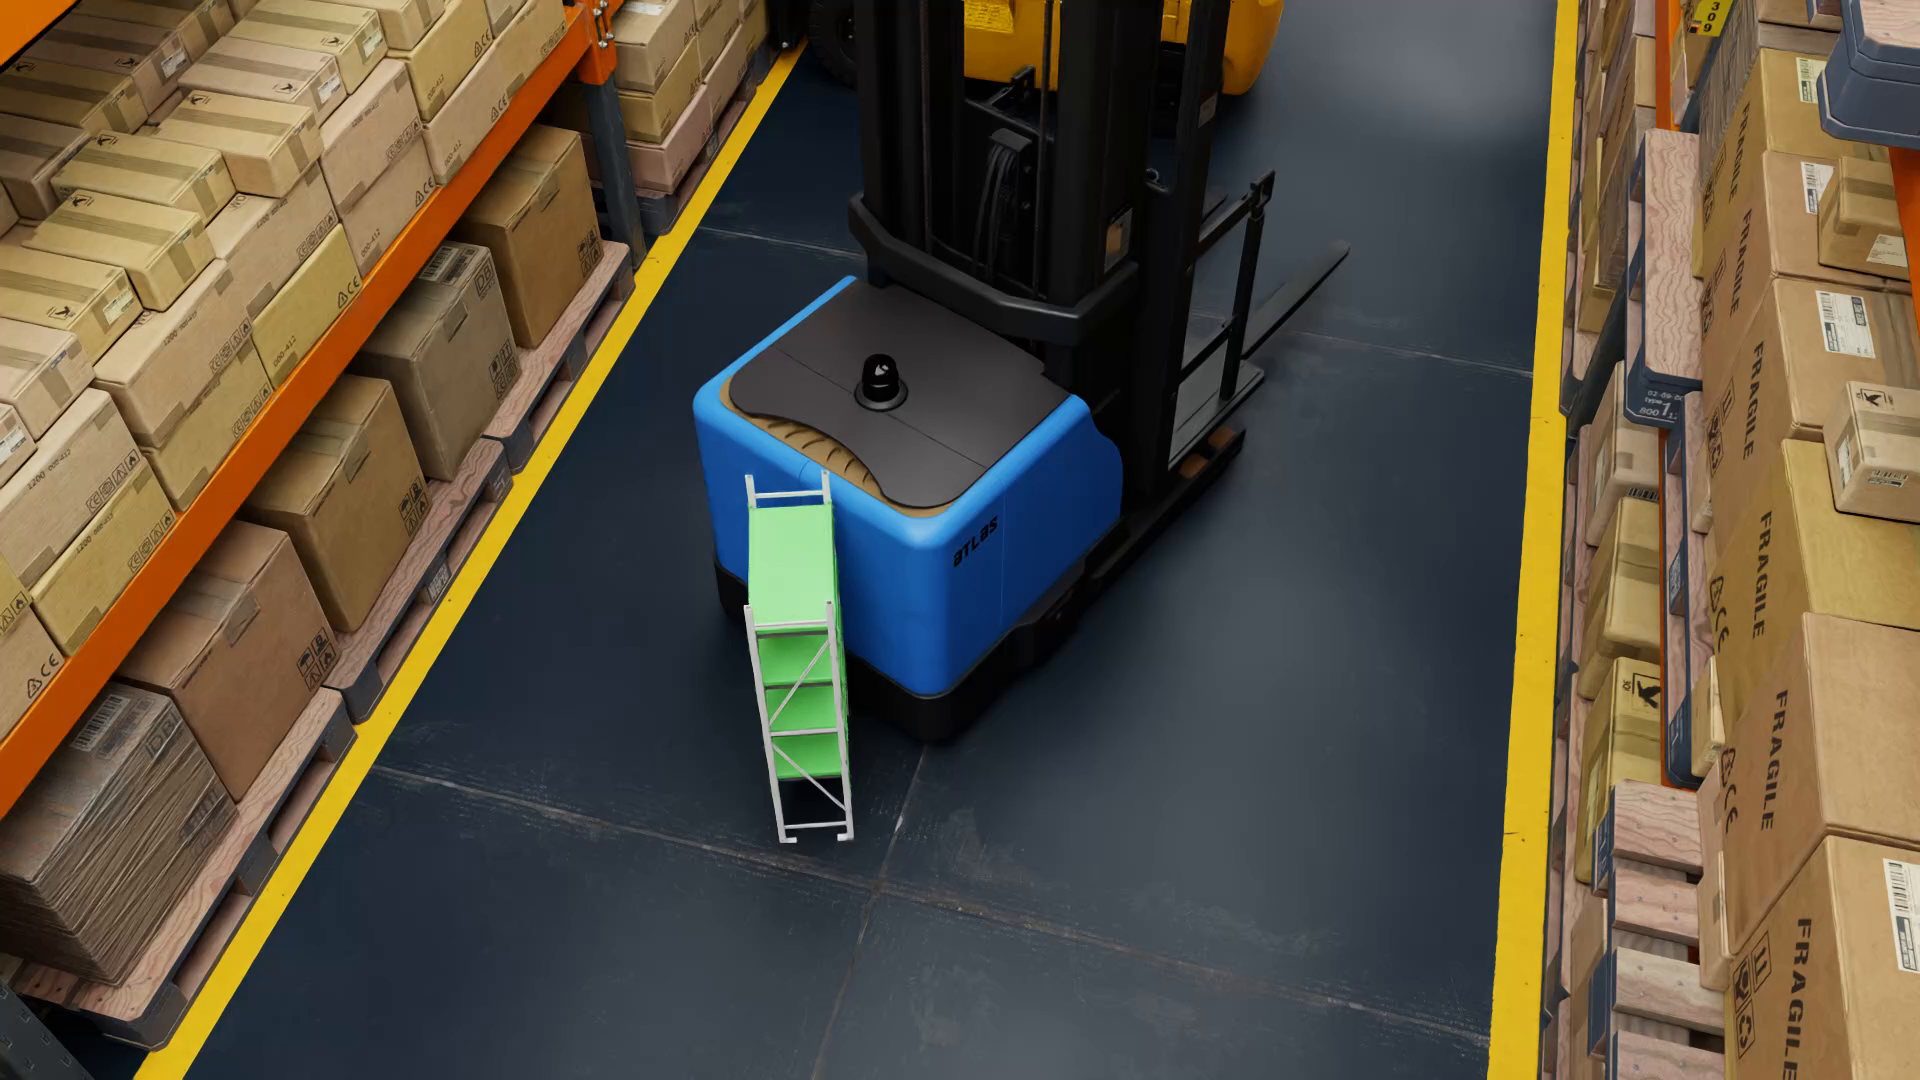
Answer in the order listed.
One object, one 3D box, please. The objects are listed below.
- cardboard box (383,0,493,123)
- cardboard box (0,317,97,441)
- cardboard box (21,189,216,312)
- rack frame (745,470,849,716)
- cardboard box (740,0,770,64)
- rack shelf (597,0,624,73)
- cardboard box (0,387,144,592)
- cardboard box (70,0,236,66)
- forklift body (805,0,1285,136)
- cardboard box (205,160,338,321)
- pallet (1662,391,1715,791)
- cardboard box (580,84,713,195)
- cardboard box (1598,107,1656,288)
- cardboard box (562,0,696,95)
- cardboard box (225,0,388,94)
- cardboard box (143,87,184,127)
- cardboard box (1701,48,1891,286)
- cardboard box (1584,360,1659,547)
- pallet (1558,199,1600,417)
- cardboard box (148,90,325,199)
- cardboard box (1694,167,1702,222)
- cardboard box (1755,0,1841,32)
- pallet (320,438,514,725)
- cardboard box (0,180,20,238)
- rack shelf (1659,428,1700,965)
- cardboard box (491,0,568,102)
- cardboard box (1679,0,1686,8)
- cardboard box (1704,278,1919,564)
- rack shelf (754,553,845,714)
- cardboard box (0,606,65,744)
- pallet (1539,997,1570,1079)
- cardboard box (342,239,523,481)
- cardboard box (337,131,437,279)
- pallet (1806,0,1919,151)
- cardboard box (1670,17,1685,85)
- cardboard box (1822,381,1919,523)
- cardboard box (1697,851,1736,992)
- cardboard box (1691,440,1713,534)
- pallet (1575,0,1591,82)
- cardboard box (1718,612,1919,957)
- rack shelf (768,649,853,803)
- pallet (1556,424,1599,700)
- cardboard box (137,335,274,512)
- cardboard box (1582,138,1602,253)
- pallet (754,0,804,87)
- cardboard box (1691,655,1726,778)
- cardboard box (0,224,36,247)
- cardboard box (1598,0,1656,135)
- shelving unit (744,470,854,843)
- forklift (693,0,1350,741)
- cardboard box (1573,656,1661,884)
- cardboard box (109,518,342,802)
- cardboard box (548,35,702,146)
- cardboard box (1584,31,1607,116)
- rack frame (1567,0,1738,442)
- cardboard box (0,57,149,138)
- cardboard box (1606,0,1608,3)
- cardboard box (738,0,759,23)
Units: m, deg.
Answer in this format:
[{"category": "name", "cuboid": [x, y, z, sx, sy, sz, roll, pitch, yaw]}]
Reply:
[{"category": "cardboard box", "cuboid": [-1.894, -1.649, 5.471, 0.500, 0.250, 0.500, 10, 49, 9]}, {"category": "cardboard box", "cuboid": [-2.399, -0.415, 4.116, 0.380, 0.149, 0.250, 12, 50, 10]}, {"category": "cardboard box", "cuboid": [-2.238, -0.775, 4.434, 0.380, 0.149, 0.250, 13, 50, 11]}, {"category": "rack frame", "cuboid": [-0.501, 0.207, 5.267, 0.240, 1.200, 0.015, -3, 49, -3]}, {"category": "cardboard box", "cuboid": [-1.198, -2.571, 8.072, 0.500, 0.250, 0.500, 12, 50, 11]}, {"category": "rack shelf", "cuboid": [-1.357, -3.521, 7.836, 1.077, 0.370, 4.000, 12, 50, 10]}, {"category": "cardboard box", "cuboid": [-2.451, -0.169, 4.165, 0.500, 0.250, 0.500, 13, 50, 11]}, {"category": "cardboard box", "cuboid": [-2.508, -1.620, 5.180, 0.380, 0.149, 0.250, 12, 50, 10]}, {"category": "forklift body", "cuboid": [0.431, -3.193, 7.633, 2.313, 2.155, 1.214, 12, 50, 10]}, {"category": "cardboard box", "cuboid": [-2.185, -0.919, 4.827, 0.500, 0.250, 0.500, 12, 50, 11]}, {"category": "pallet", "cuboid": [2.335, 0.182, 4.217, 1.003, 0.211, 1.213, 12, 50, 10]}, {"category": "cardboard box", "cuboid": [-1.436, -1.826, 7.415, 0.500, 0.250, 0.500, 12, 50, 10]}, {"category": "cardboard box", "cuboid": [2.803, -1.293, 6.445, 0.500, 0.500, 0.500, 11, 49, 10]}, {"category": "cardboard box", "cuboid": [-1.453, -2.160, 7.043, 0.500, 0.250, 0.500, 11, 49, 9]}, {"category": "cardboard box", "cuboid": [-1.995, -1.519, 5.090, 0.380, 0.149, 0.250, 10, 49, 9]}, {"category": "cardboard box", "cuboid": [-2.552, -1.381, 5.235, 0.500, 0.250, 0.500, 10, 49, 9]}, {"category": "cardboard box", "cuboid": [2.375, -0.961, 4.552, 0.500, 0.500, 0.500, 12, 50, 10]}, {"category": "cardboard box", "cuboid": [2.771, -0.225, 5.920, 0.950, 0.372, 0.625, 12, 50, 11]}, {"category": "pallet", "cuboid": [3.049, -0.905, 6.908, 1.003, 0.211, 1.213, 12, 50, 10]}, {"category": "cardboard box", "cuboid": [-2.062, -1.132, 4.749, 0.380, 0.149, 0.250, 10, 49, 9]}, {"category": "cardboard box", "cuboid": [2.456, -1.054, 5.067, 0.380, 0.149, 0.250, 12, 50, 11]}, {"category": "cardboard box", "cuboid": [2.441, -1.550, 4.640, 0.380, 0.149, 0.250, 11, 50, 10]}, {"category": "pallet", "cuboid": [-2.359, 0.036, 6.077, 1.003, 0.211, 1.213, 12, 50, 10]}, {"category": "cardboard box", "cuboid": [-2.831, -0.890, 4.536, 0.380, 0.149, 0.250, 11, 49, 9]}, {"category": "rack shelf", "cuboid": [2.380, 0.349, 4.421, 1.077, 0.370, 4.000, 12, 50, 10]}, {"category": "cardboard box", "cuboid": [-1.763, -1.846, 5.979, 0.500, 0.250, 0.500, 13, 50, 11]}, {"category": "cardboard box", "cuboid": [2.912, -2.211, 5.936, 0.500, 0.500, 0.500, 13, 50, 11]}, {"category": "cardboard box", "cuboid": [2.107, -0.232, 3.909, 0.500, 0.500, 0.500, 10, 49, 8]}, {"category": "rack shelf", "cuboid": [-0.482, 0.273, 4.974, 0.258, 0.148, 0.480, -3, 49, -3]}, {"category": "cardboard box", "cuboid": [-2.583, 0.358, 4.033, 0.500, 0.250, 0.500, 12, 50, 10]}, {"category": "pallet", "cuboid": [2.061, 1.916, 4.418, 1.003, 0.211, 1.213, 12, 50, 10]}, {"category": "cardboard box", "cuboid": [-2.221, -0.726, 6.194, 0.875, 0.625, 0.625, 11, 50, 10]}, {"category": "cardboard box", "cuboid": [-2.051, -1.129, 5.345, 0.500, 0.250, 0.500, 12, 50, 10]}, {"category": "pallet", "cuboid": [2.371, -1.089, 3.335, 1.213, 0.211, 1.003, 12, 50, 10]}, {"category": "cardboard box", "cuboid": [2.756, -1.727, 5.941, 0.380, 0.149, 0.250, 13, 50, 11]}, {"category": "cardboard box", "cuboid": [2.012, -0.166, 3.418, 0.380, 0.149, 0.250, 9, 49, 8]}, {"category": "cardboard box", "cuboid": [1.737, 0.819, 3.414, 0.380, 0.149, 0.250, 11, 50, 10]}, {"category": "cardboard box", "cuboid": [2.086, -0.116, 4.240, 0.380, 0.149, 0.250, 13, 50, 11]}, {"category": "pallet", "cuboid": [3.691, -2.670, 8.466, 1.003, 0.211, 1.213, 12, 50, 10]}, {"category": "cardboard box", "cuboid": [1.831, 0.528, 3.238, 0.500, 0.500, 0.500, 11, 49, 9]}, {"category": "rack shelf", "cuboid": [-0.482, 0.591, 5.334, 0.258, 0.148, 0.480, -3, 49, -3]}, {"category": "pallet", "cuboid": [2.703, 0.151, 5.976, 1.003, 0.211, 1.213, 12, 50, 10]}, {"category": "cardboard box", "cuboid": [-2.317, -0.379, 4.684, 0.500, 0.250, 0.500, 10, 49, 9]}, {"category": "cardboard box", "cuboid": [2.933, -1.432, 7.067, 0.500, 0.250, 0.500, 10, 49, 9]}, {"category": "pallet", "cuboid": [-1.314, -2.842, 8.617, 1.003, 0.211, 1.213, 12, 50, 10]}, {"category": "cardboard box", "cuboid": [1.870, 0.437, 3.751, 0.380, 0.149, 0.250, 12, 50, 11]}, {"category": "cardboard box", "cuboid": [-2.818, -0.646, 4.586, 0.500, 0.250, 0.500, 11, 50, 10]}, {"category": "cardboard box", "cuboid": [3.069, -2.031, 7.096, 0.500, 0.500, 0.500, 14, 50, 12]}, {"category": "shelving unit", "cuboid": [-0.482, 0.390, 5.106, 0.258, 1.200, 0.503, -3, 49, -3]}, {"category": "forklift", "cuboid": [0.452, -1.349, 5.486, 1.130, 2.935, 3.031, 31, 55, 24]}, {"category": "cardboard box", "cuboid": [2.404, 0.799, 5.017, 0.950, 0.372, 0.625, 13, 50, 11]}, {"category": "cardboard box", "cuboid": [-2.594, 0.305, 5.284, 0.875, 0.625, 0.625, 13, 50, 11]}, {"category": "cardboard box", "cuboid": [-1.458, -1.996, 7.231, 0.500, 0.250, 0.500, 11, 50, 10]}, {"category": "cardboard box", "cuboid": [3.207, -2.164, 7.713, 0.500, 0.250, 0.500, 15, 50, 13]}, {"category": "rack frame", "cuboid": [2.906, -1.335, 5.428, 1.000, 3.000, 0.127, 12, 50, 10]}, {"category": "cardboard box", "cuboid": [-2.629, -1.254, 4.857, 0.380, 0.149, 0.250, 12, 50, 10]}, {"category": "cardboard box", "cuboid": [3.341, -2.781, 7.757, 0.500, 0.500, 0.500, 10, 49, 9]}, {"category": "cardboard box", "cuboid": [-1.184, -2.722, 7.872, 0.500, 0.250, 0.500, 11, 50, 10]}]
